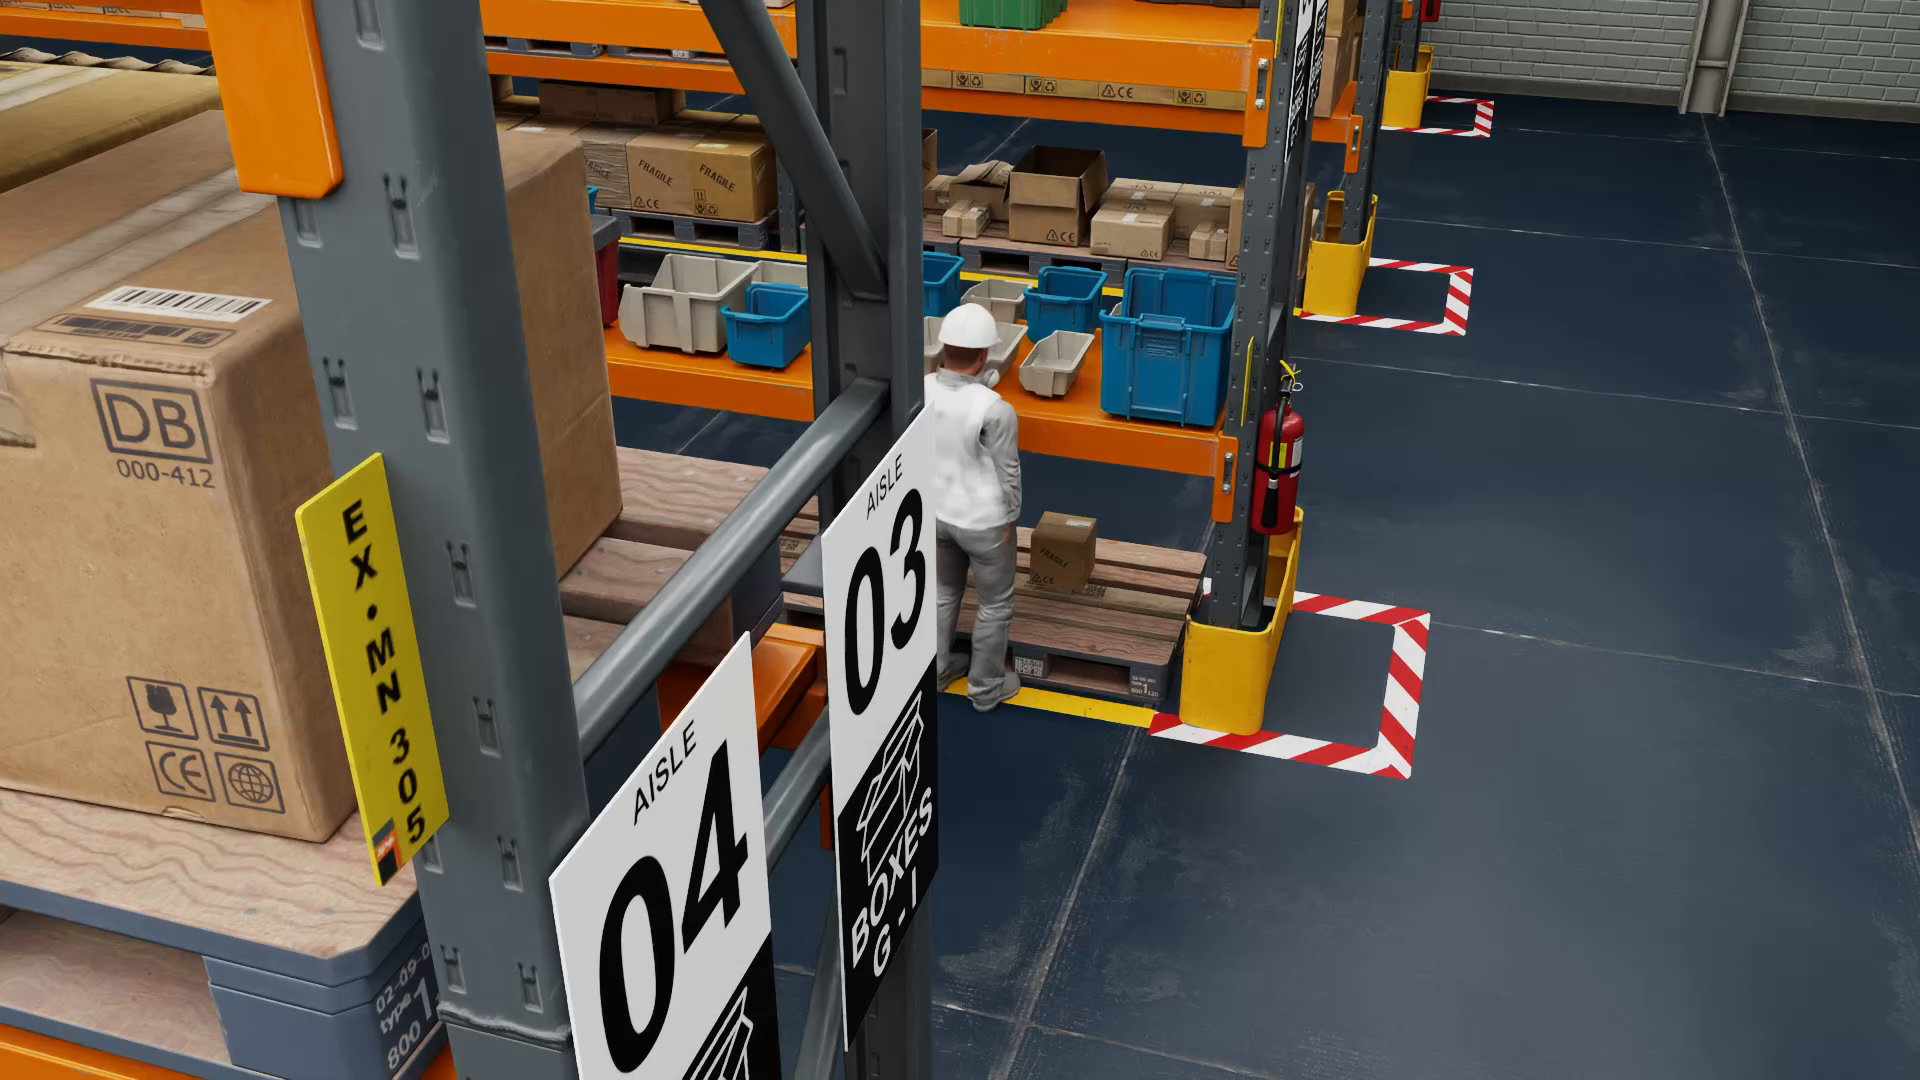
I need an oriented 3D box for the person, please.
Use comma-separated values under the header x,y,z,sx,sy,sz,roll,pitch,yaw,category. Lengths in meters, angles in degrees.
x,y,z,sx,sy,sz,roll,pitch,yaw,category
0.021,-0.129,6.846,0.535,1.763,0.364,19,34,31,person
